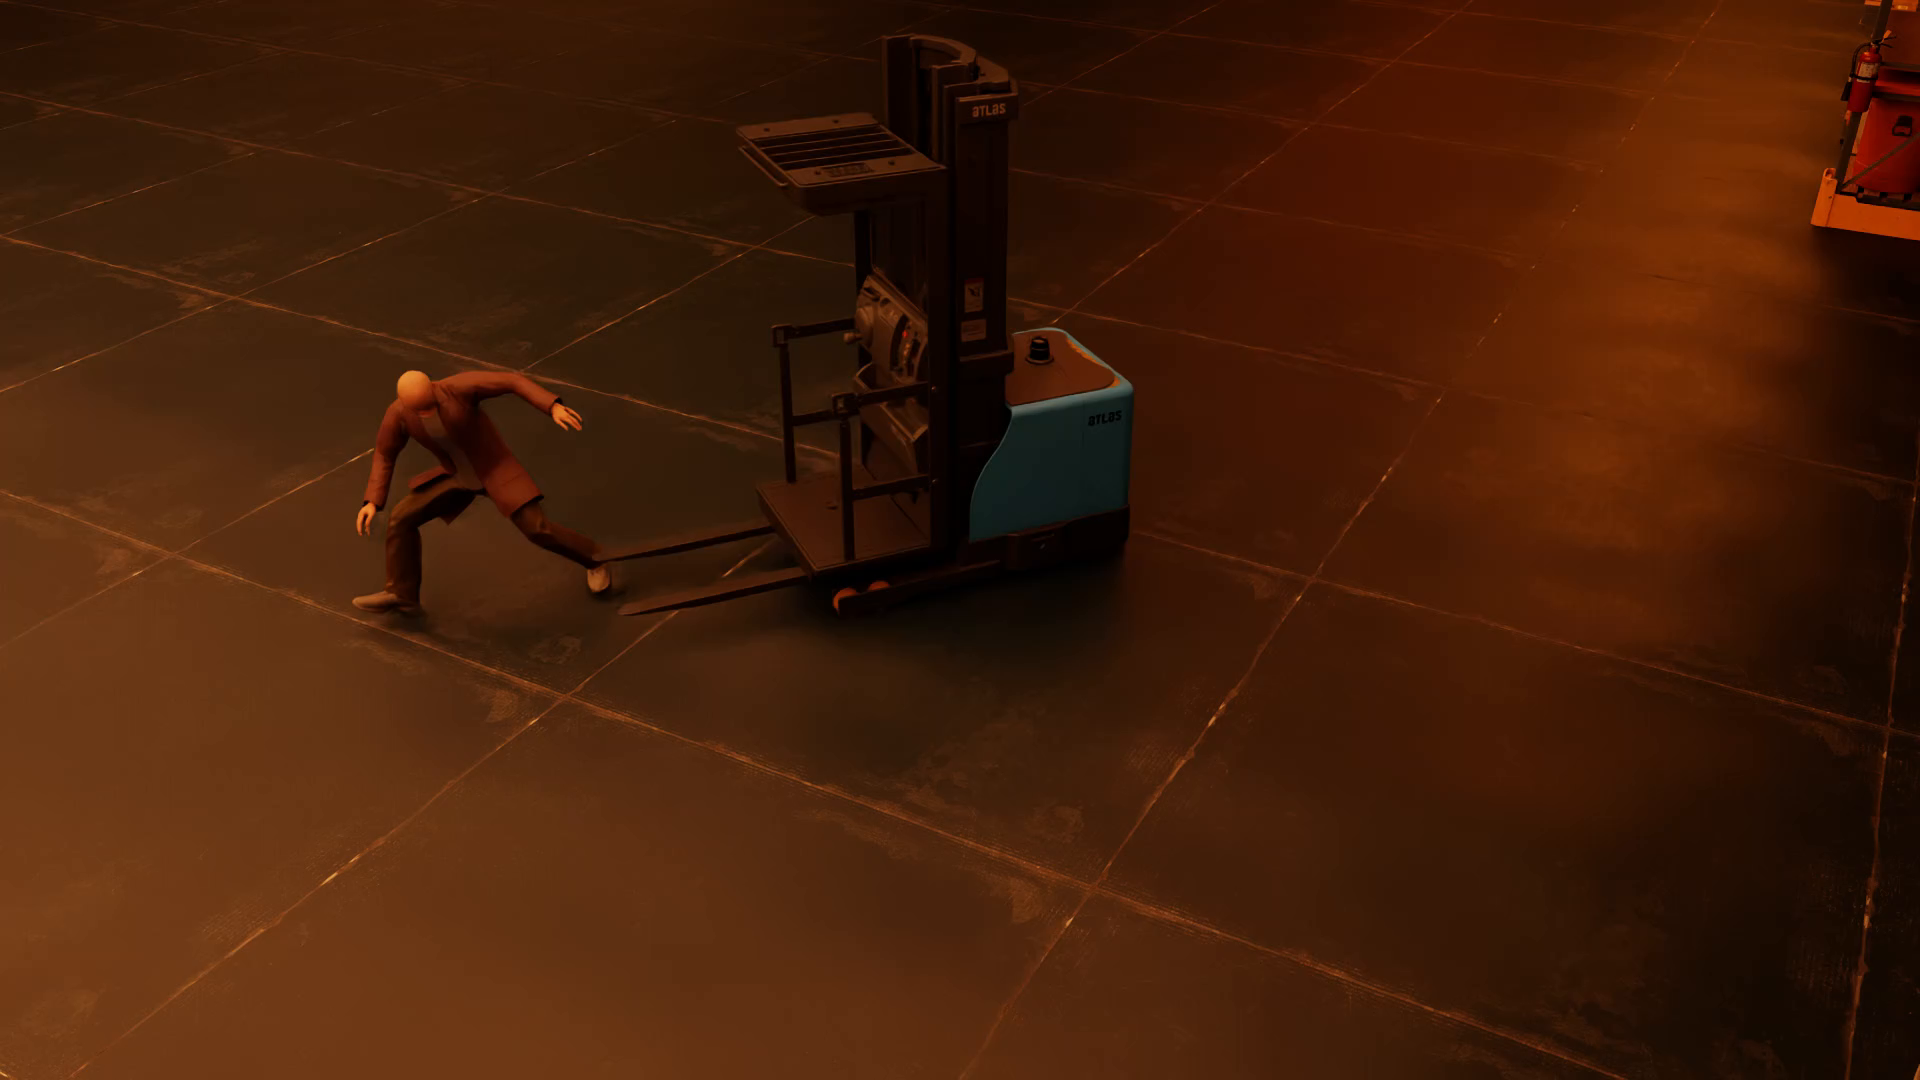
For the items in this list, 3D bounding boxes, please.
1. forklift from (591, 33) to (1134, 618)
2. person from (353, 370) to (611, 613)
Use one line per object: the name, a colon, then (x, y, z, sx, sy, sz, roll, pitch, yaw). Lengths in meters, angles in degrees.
forklift: (-0.564, -1.134, 9.036, 3.031, 2.935, 1.130, -12, 32, -20)
person: (-2.643, -0.291, 9.074, 1.293, 1.467, 0.807, 5, 30, 8)
